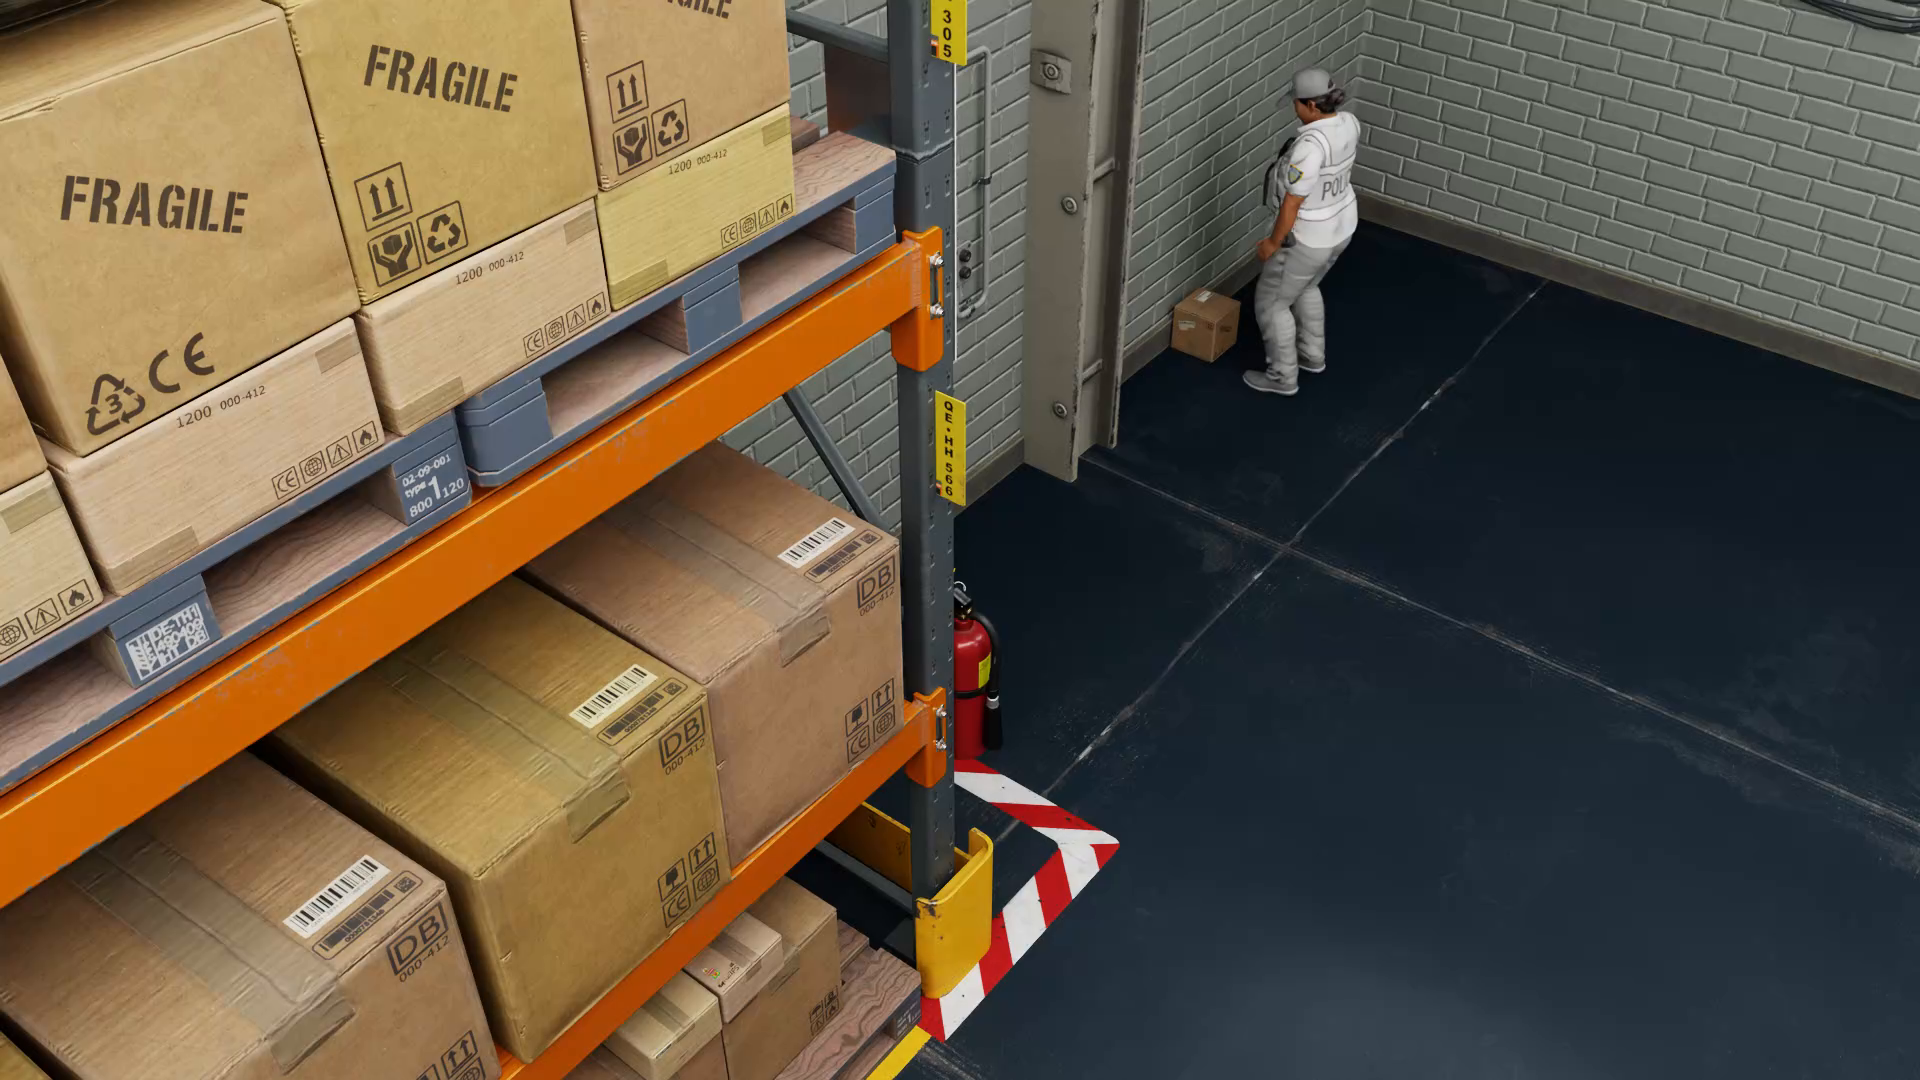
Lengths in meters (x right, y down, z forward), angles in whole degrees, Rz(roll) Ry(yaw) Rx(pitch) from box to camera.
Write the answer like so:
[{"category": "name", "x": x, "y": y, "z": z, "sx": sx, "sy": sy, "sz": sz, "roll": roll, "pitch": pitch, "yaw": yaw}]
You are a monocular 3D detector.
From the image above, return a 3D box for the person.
[{"category": "person", "x": 1.644, "y": -1.458, "z": 7.974, "sx": 0.428, "sy": 1.645, "sz": 0.483, "roll": 27, "pitch": 46, "yaw": 29}]
